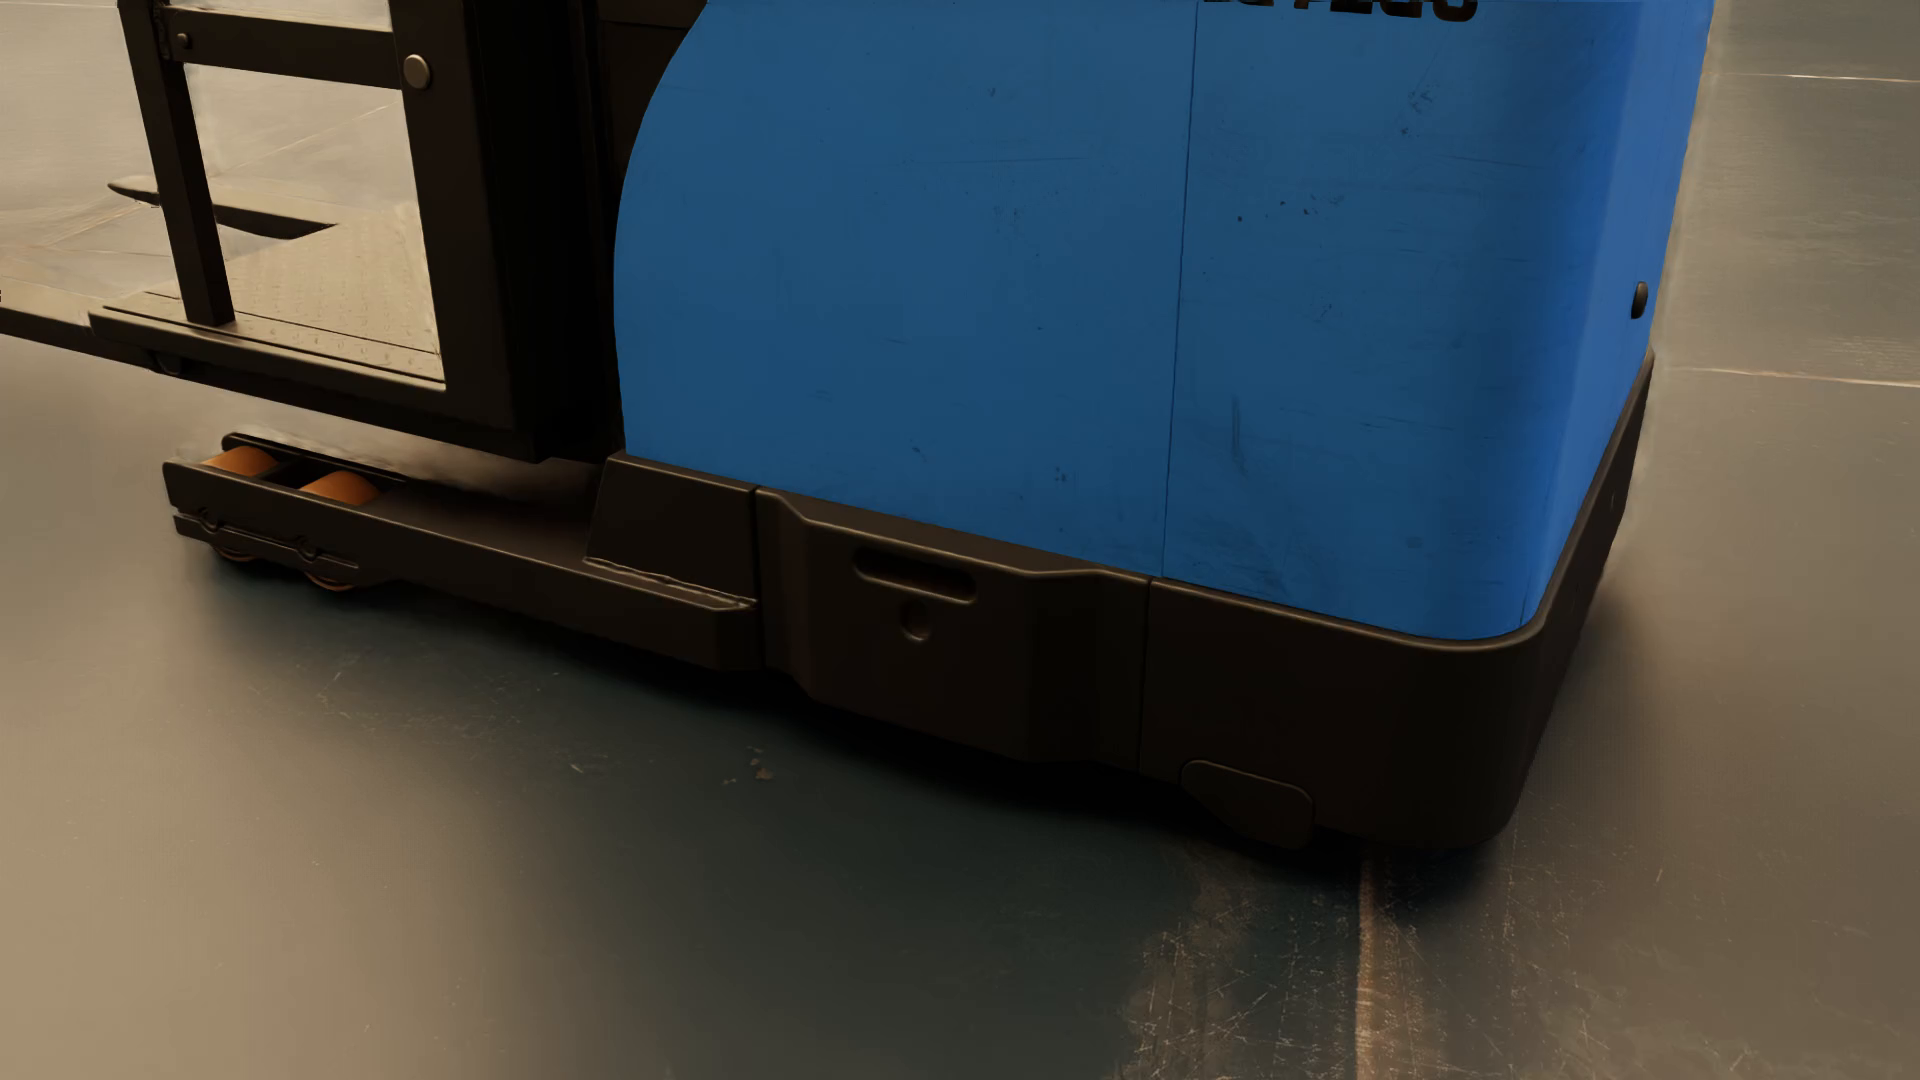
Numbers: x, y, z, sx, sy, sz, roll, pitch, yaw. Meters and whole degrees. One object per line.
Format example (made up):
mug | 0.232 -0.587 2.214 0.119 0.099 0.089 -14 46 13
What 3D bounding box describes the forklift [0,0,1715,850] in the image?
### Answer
forklift | -0.571 -1.432 2.084 3.031 2.935 1.130 13 30 24
